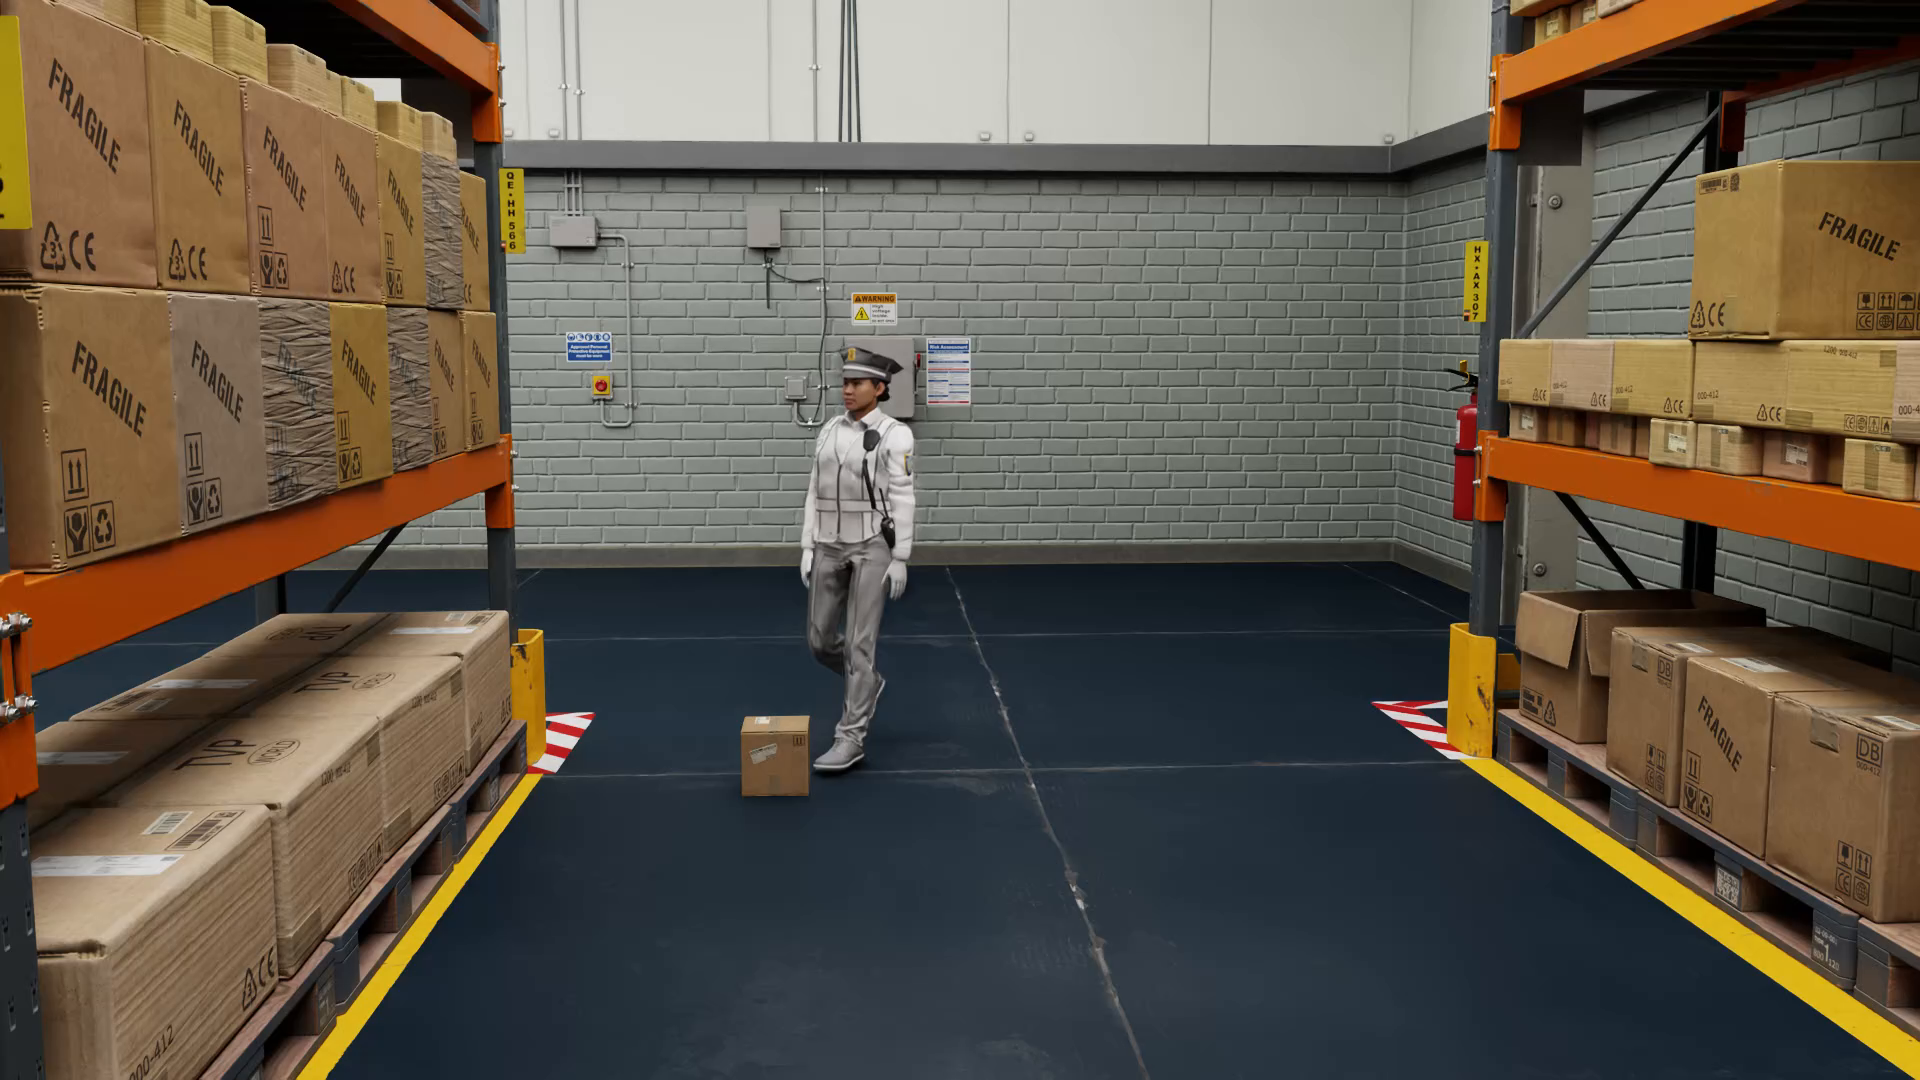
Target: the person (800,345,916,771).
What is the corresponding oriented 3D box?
[{"bbox_3d":[-0.435,0.046,6.753,0.502,1.661,0.745,4,8,30],"label":"person"}]
